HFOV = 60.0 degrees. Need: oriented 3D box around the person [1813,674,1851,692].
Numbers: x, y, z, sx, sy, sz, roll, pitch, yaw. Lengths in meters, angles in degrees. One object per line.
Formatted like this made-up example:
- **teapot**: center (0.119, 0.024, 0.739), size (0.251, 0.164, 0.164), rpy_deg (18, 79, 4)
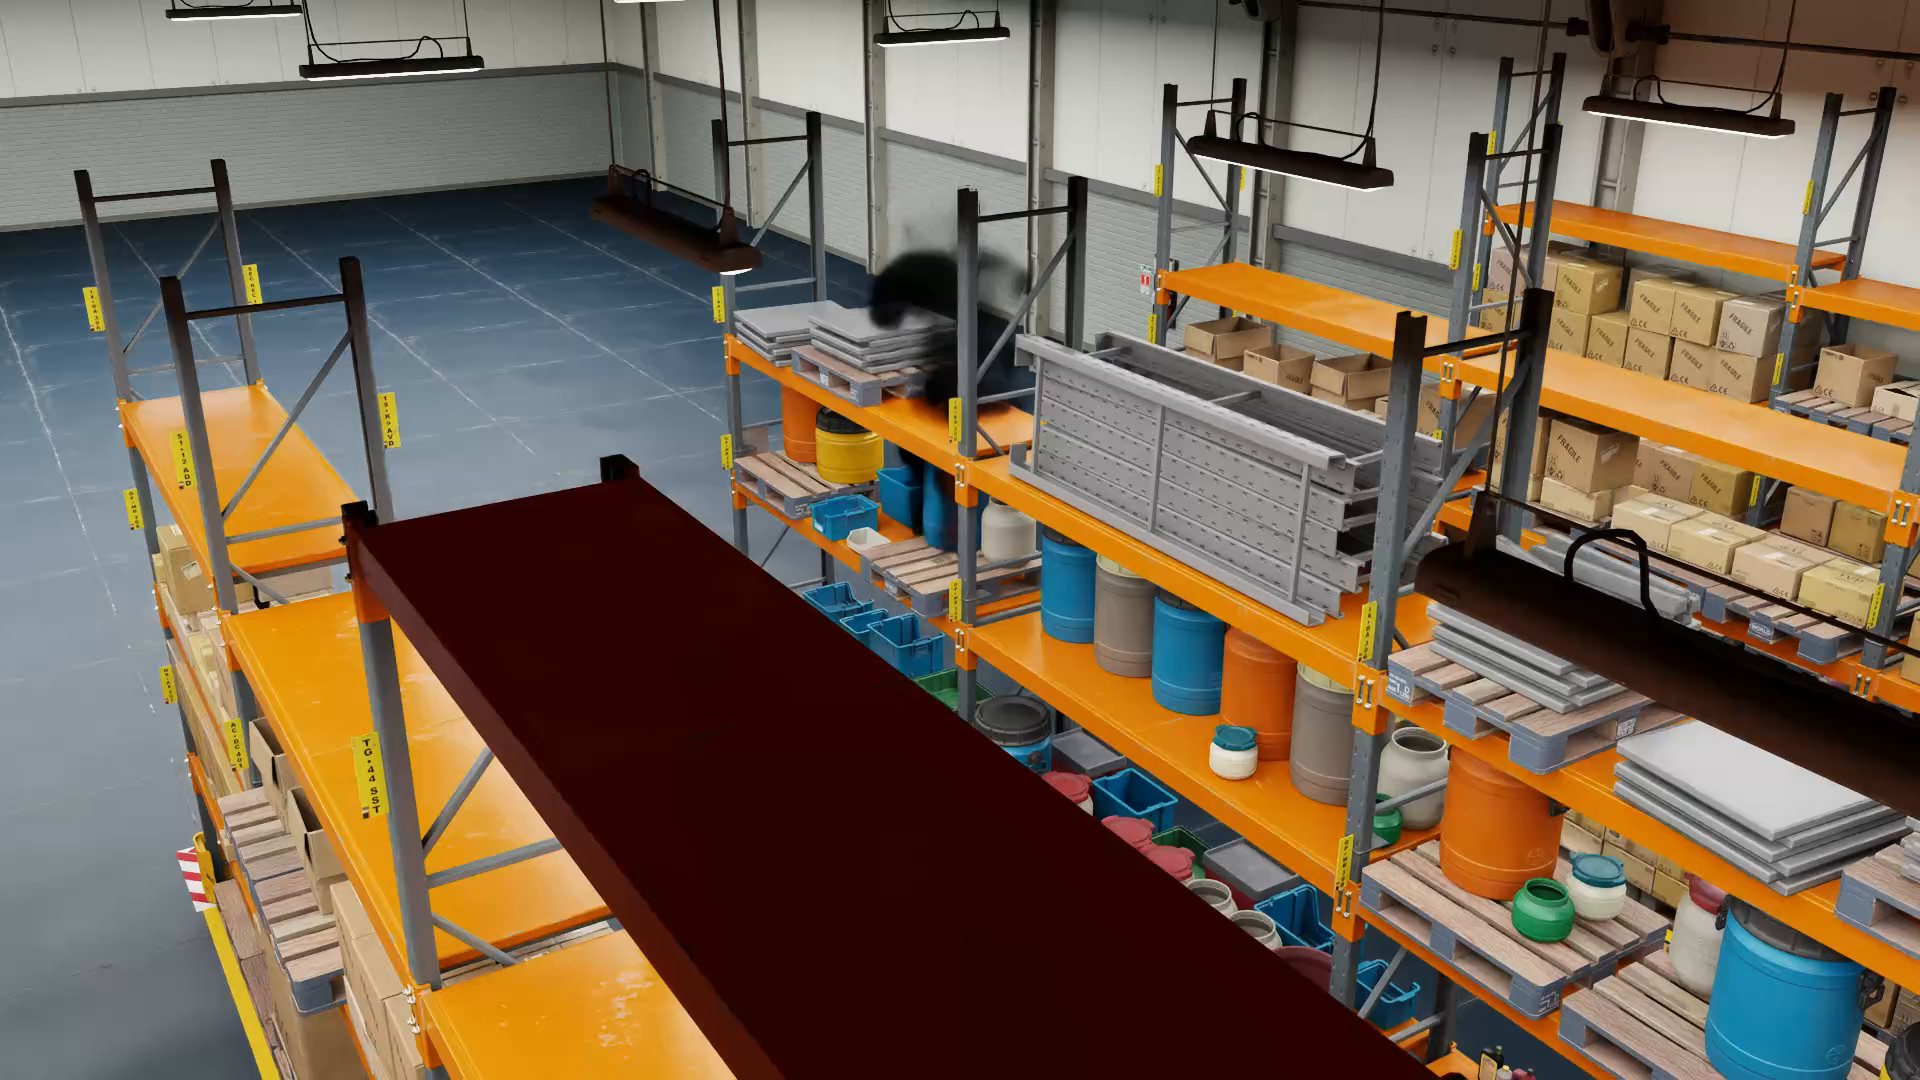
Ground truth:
- **person**: center (7.773, 1.673, 15.055), size (0.543, 1.576, 0.866), rpy_deg (-18, 28, -38)
